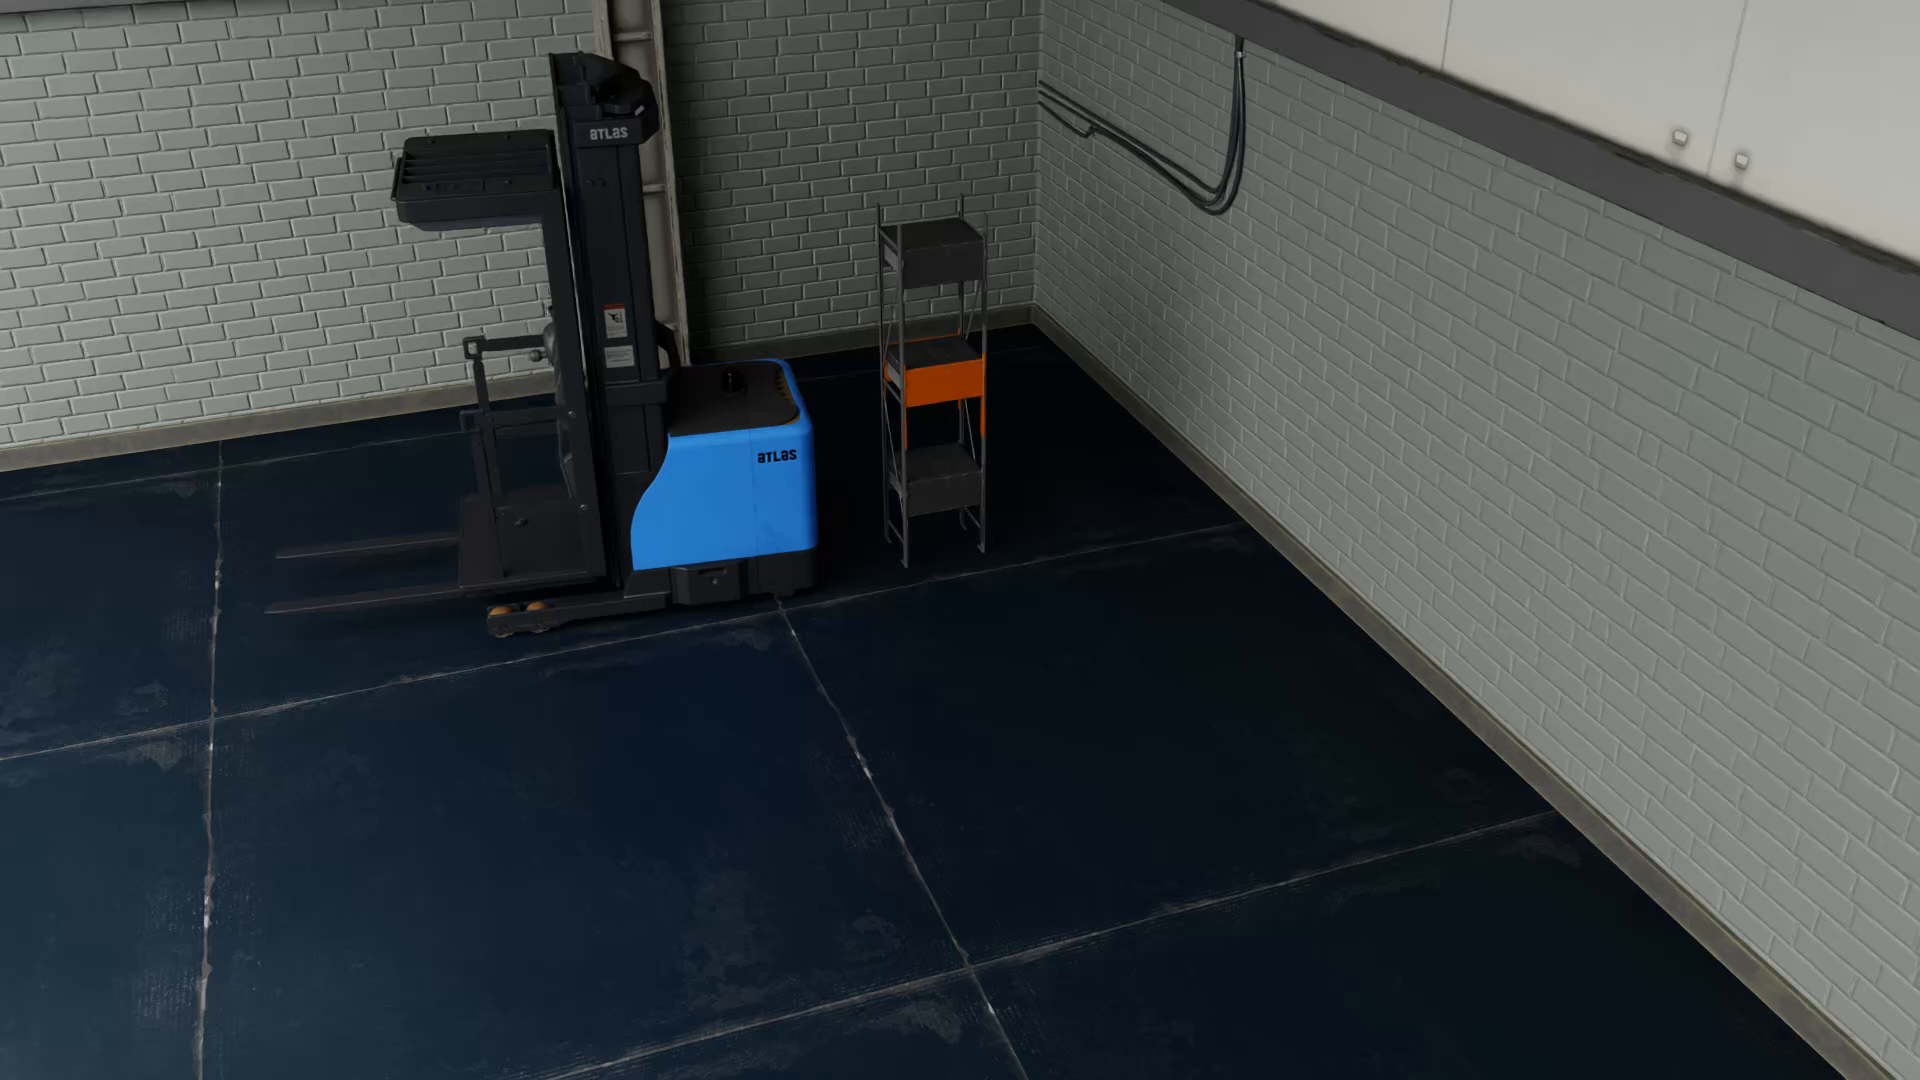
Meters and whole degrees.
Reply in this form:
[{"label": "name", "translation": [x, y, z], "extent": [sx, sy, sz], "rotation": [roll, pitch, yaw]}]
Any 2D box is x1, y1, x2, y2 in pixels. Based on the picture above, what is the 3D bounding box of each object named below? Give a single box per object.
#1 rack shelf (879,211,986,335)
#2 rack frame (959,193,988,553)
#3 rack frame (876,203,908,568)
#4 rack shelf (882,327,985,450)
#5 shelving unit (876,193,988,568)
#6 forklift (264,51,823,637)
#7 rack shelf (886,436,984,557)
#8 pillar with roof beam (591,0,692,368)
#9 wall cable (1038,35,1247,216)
[{"label": "rack shelf", "translation": [-0.155, -1.480, 9.191], "extent": [0.480, 0.518, 0.431], "rotation": [-10, 31, -18]}, {"label": "rack frame", "translation": [0.074, -0.926, 9.605], "extent": [0.015, 2.100, 0.400], "rotation": [-10, 31, -18]}, {"label": "rack frame", "translation": [-0.384, -0.842, 9.457], "extent": [0.015, 2.100, 0.400], "rotation": [-10, 31, -18]}, {"label": "rack shelf", "translation": [-0.155, -0.872, 9.537], "extent": [0.480, 0.518, 0.431], "rotation": [-10, 31, -18]}, {"label": "shelving unit", "translation": [-0.155, -0.884, 9.531], "extent": [0.503, 2.100, 0.431], "rotation": [-10, 31, -18]}, {"label": "forklift", "translation": [-2.362, -1.026, 8.941], "extent": [3.031, 2.935, 1.130], "rotation": [-7, 30, -12]}, {"label": "rack shelf", "translation": [-0.155, -0.264, 9.884], "extent": [0.480, 0.518, 0.431], "rotation": [-10, 31, -18]}, {"label": "pillar with roof beam", "translation": [-0.664, -3.053, 6.369], "extent": [0.400, 9.000, 9.100], "rotation": [-10, 31, -18]}, {"label": "wall cable", "translation": [1.057, -3.596, 10.459], "extent": [0.112, 2.526, 3.097], "rotation": [-10, 31, -18]}]
